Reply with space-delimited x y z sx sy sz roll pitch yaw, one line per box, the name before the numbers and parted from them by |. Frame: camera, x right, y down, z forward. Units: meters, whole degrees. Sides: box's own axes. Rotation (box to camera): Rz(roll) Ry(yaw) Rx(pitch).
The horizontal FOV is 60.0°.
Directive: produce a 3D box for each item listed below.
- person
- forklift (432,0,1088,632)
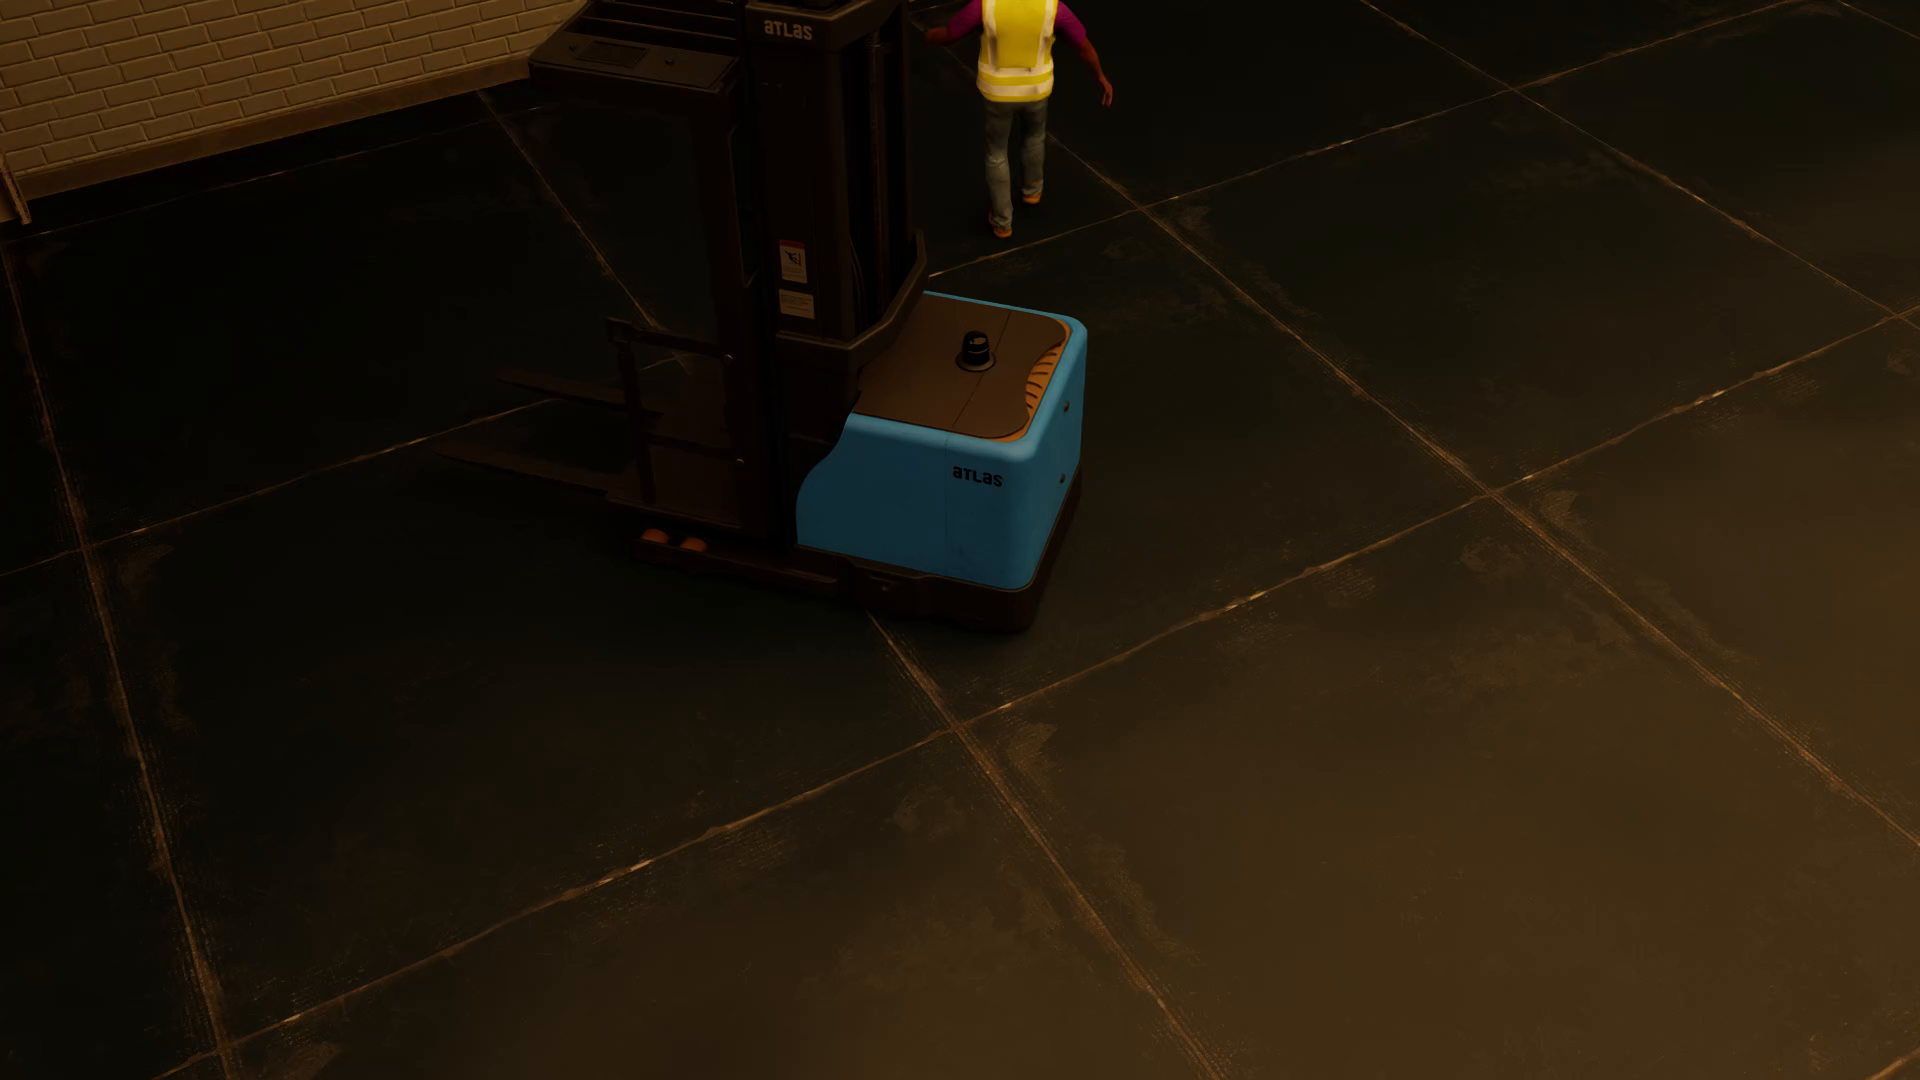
person | 0.332 -2.599 9.407 1.048 1.780 0.658 -2 43 -2
forklift | -0.999 -1.252 7.048 3.031 2.935 1.130 12 44 13
